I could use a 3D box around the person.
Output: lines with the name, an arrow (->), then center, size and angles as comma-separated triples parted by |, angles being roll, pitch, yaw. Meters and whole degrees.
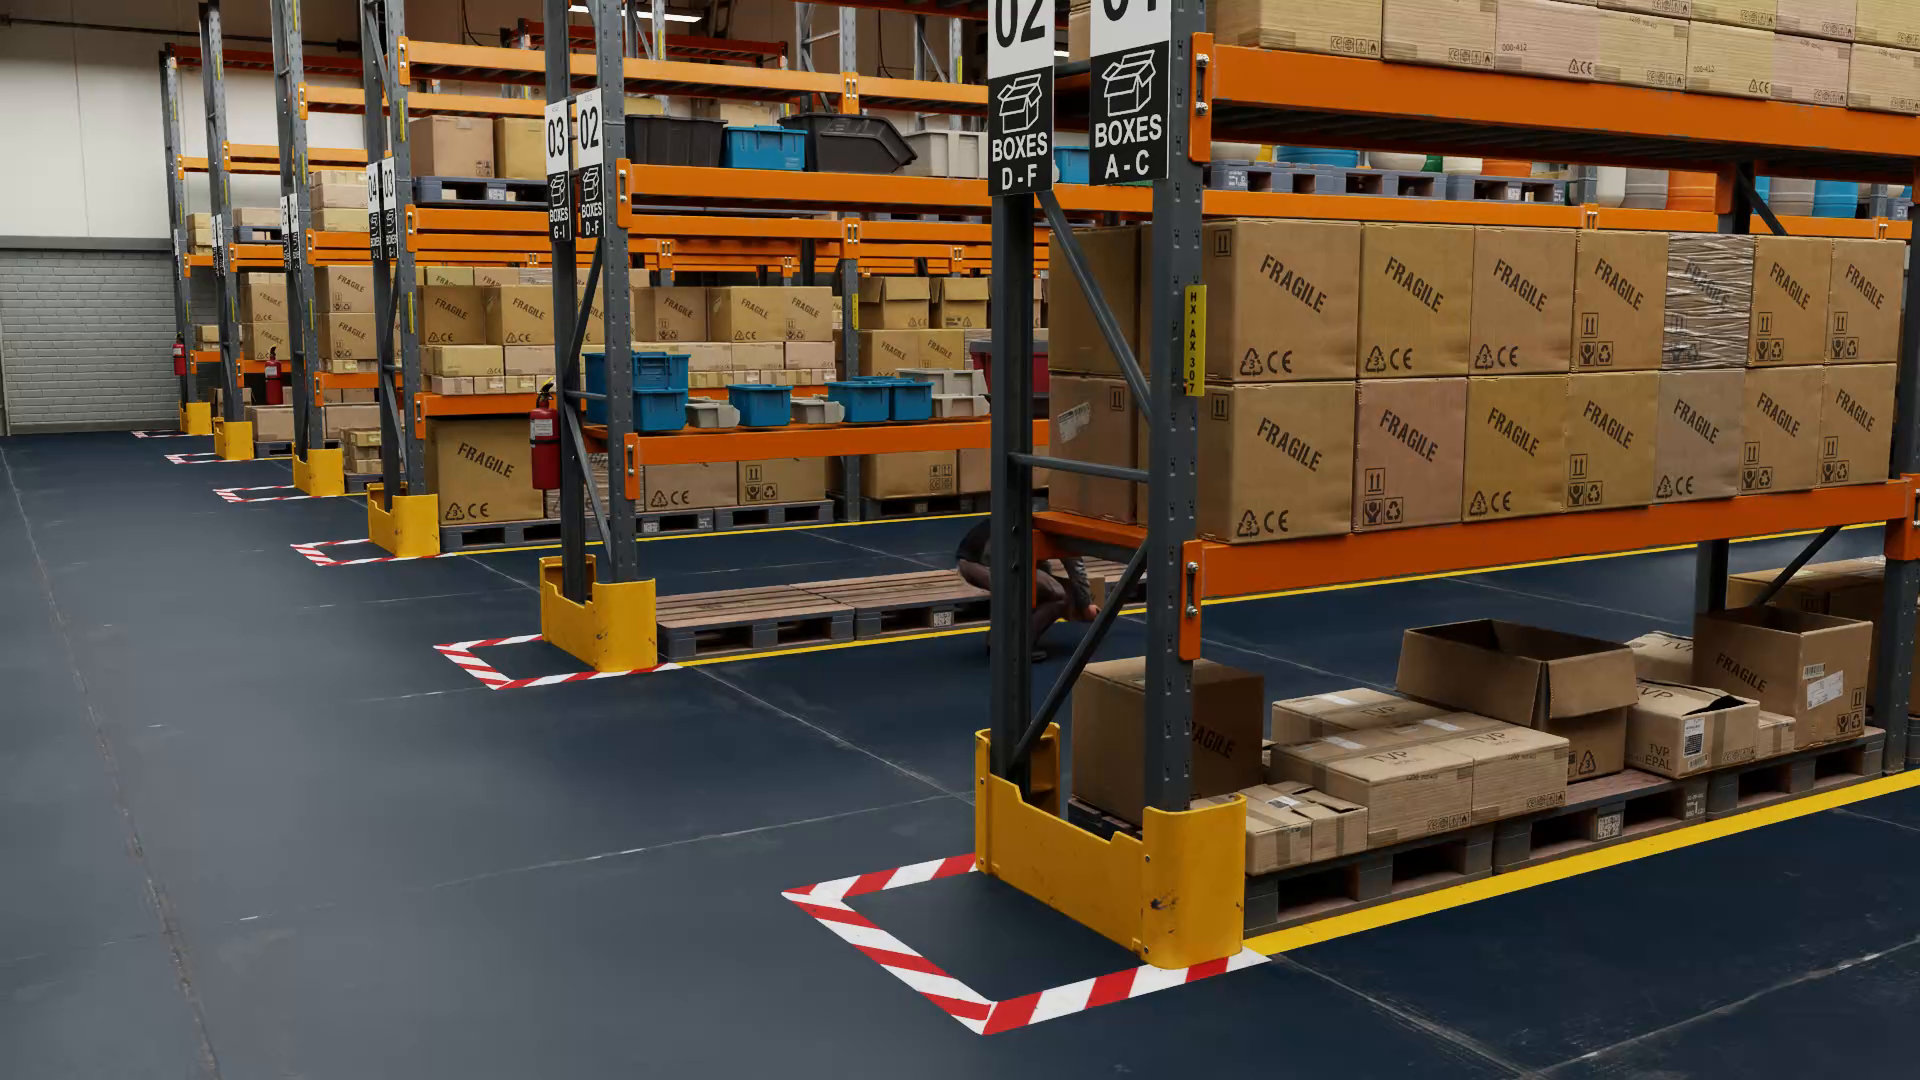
person -> 0.405, 0.205, 9.702 | 0.897, 0.961, 0.506 | -5, 10, -32
